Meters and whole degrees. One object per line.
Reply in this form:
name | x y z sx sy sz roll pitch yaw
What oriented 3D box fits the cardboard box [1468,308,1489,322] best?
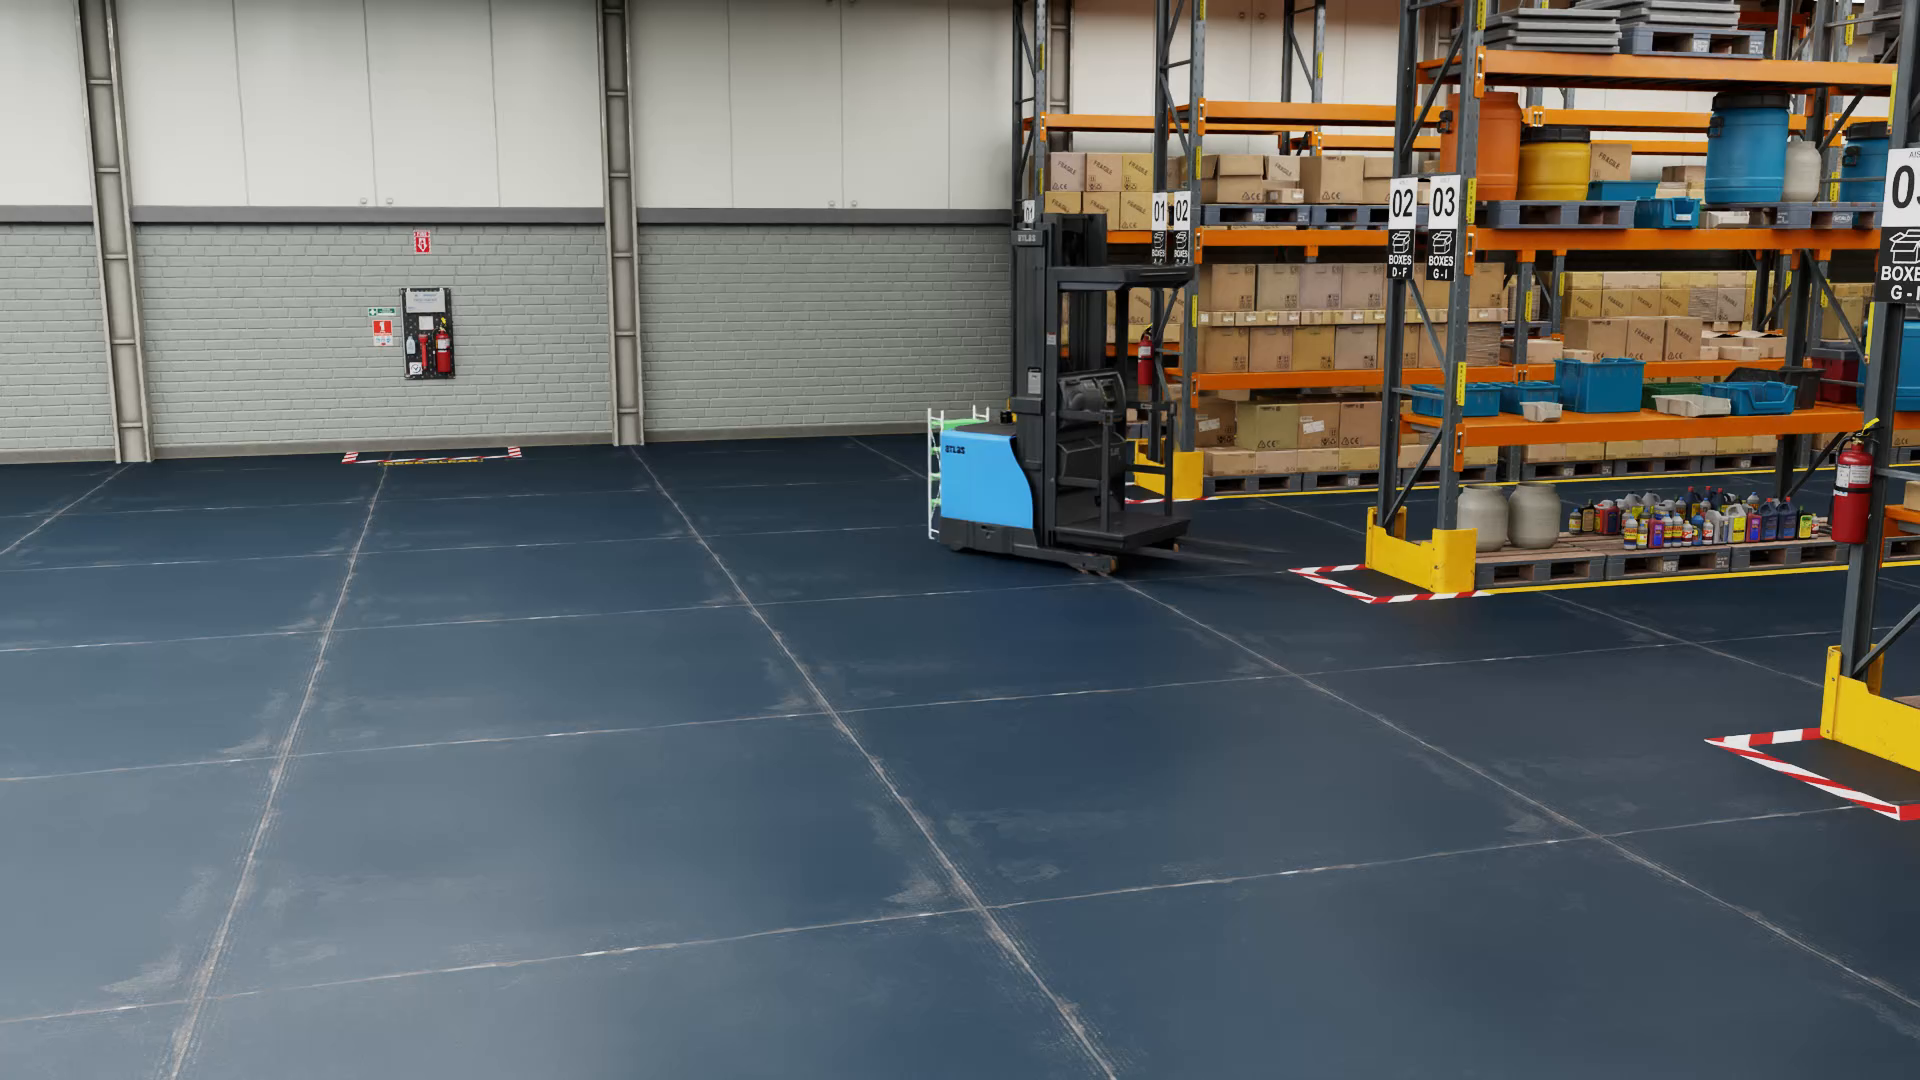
cardboard box | 5.692 -2.521 18.589 0.250 0.149 0.380 -3 11 -17

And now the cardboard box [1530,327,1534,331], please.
cardboard box | 8.825 -3.226 25.128 0.250 0.149 0.380 -3 11 -15

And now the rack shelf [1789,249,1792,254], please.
rack shelf | 14.345 -4.704 26.219 4.000 0.370 1.077 -3 11 -16

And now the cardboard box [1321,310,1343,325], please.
cardboard box | 3.964 -2.429 18.093 0.250 0.149 0.380 -3 11 -17

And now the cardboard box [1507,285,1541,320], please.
cardboard box | 8.135 -3.519 24.589 0.500 0.500 0.700 -4 11 -23

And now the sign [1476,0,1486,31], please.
sign | 3.821 -3.904 12.177 0.005 0.325 0.100 -3 11 -16

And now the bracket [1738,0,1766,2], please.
bracket | 10.065 -8.174 24.854 4.783 0.066 0.076 -3 11 -16

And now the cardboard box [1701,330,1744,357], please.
cardboard box | 9.059 -2.363 20.045 0.500 0.311 0.500 -3 11 -17

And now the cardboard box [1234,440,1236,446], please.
cardboard box | 3.200 -0.973 18.687 0.500 0.250 0.500 -3 11 -16

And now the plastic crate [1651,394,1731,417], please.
plastic crate | 6.024 -1.098 13.660 0.437 0.136 0.530 -3 11 -16

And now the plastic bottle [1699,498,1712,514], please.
plastic bottle | 6.516 -0.232 14.545 0.097 0.271 0.097 0 10 0

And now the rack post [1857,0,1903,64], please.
rack post | 9.379 -4.518 14.383 3.121 1.000 1.013 -3 11 -16

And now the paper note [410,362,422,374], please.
paper note | -7.001 -2.208 21.390 0.142 0.148 0.016 -3 11 -16

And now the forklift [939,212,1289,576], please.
forklift | 1.284 -1.252 13.957 3.031 2.935 1.130 8 13 37

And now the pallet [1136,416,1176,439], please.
pallet | 2.935 -1.603 23.372 1.213 0.211 1.003 -3 11 -16

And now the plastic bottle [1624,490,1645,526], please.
plastic bottle | 5.853 -0.259 14.472 0.185 0.351 0.144 -3 11 -14

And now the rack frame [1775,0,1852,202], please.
rack frame | 9.972 -5.368 19.556 0.127 3.000 1.000 -3 11 -16

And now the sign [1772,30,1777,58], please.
sign | 9.811 -5.961 19.974 0.005 0.325 0.100 -3 11 -16

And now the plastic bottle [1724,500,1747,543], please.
plastic bottle | 6.480 -0.159 13.931 0.185 0.351 0.144 -3 11 -16

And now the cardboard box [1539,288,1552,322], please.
cardboard box | 8.964 -3.554 25.117 0.500 0.500 0.500 -3 11 -16

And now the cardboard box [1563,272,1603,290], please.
cardboard box | 9.119 -3.833 24.560 0.500 0.250 0.500 -3 11 -15

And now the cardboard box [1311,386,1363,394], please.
cardboard box | 5.445 -2.104 24.081 0.500 0.500 0.700 -3 11 -14

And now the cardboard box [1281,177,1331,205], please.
cardboard box | 3.856 -3.852 18.305 0.500 0.311 0.500 -2 11 -9

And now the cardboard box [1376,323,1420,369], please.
cardboard box | 4.720 -2.189 18.578 0.500 0.500 0.700 -3 11 -15

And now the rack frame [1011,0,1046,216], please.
rack frame | 0.902 -5.825 22.034 0.127 3.000 1.000 -3 11 -16

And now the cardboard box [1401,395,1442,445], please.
cardboard box | 5.264 -1.354 18.683 0.500 0.500 0.500 -3 11 -16

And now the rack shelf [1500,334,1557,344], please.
rack shelf | 6.663 -2.824 24.291 4.000 0.370 1.077 -3 11 -16

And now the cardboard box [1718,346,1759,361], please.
cardboard box | 9.185 -2.201 19.614 0.250 0.149 0.380 -3 11 -16

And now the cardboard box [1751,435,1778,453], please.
cardboard box | 9.535 -1.203 19.935 0.500 0.250 0.500 -3 11 -15

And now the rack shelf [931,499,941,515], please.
rack shelf | -0.012 -0.313 15.313 0.480 0.148 0.258 -7 12 -32

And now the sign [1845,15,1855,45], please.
sign | 10.130 -5.809 18.934 0.005 0.325 0.100 -3 11 -16

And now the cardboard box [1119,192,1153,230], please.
cardboard box | 2.316 -4.430 22.411 0.500 0.500 0.500 -2 11 -13

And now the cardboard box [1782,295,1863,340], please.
cardboard box | 10.545 -2.725 20.332 0.500 0.500 0.700 -7 13 -35

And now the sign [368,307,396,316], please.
sign | -7.364 -2.905 21.181 0.331 0.109 0.001 -3 11 -16

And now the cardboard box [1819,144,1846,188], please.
cardboard box | 10.392 -4.455 19.842 0.500 0.500 0.500 -3 11 -16

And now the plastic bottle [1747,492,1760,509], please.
plastic bottle | 7.084 -0.289 14.855 0.097 0.271 0.097 0 10 0

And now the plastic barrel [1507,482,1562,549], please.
plastic barrel | 4.763 -0.207 13.800 0.421 0.512 0.421 0 10 0

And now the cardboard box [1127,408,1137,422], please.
cardboard box | 2.139 -1.816 23.043 0.500 0.311 0.500 -2 11 -11

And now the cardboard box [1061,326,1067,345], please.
cardboard box | 1.460 -2.780 22.423 0.500 0.250 0.500 -3 11 -18

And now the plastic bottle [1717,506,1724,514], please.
plastic bottle | 6.427 -0.143 14.027 0.133 0.283 0.061 -3 11 -16

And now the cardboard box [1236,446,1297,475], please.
cardboard box | 3.347 -0.882 18.190 0.500 0.250 0.500 -3 11 -16

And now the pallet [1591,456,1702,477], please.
pallet | 8.001 -0.951 19.831 1.213 0.211 1.003 -3 11 -16

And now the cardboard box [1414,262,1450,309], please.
cardboard box | 5.222 -2.853 18.605 0.500 0.500 0.700 -3 11 -16

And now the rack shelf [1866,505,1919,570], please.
rack shelf | 6.976 -0.038 9.160 4.000 0.370 1.077 -3 11 -16

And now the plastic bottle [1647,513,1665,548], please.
plastic bottle | 5.722 -0.078 13.677 0.133 0.283 0.061 -3 11 -15

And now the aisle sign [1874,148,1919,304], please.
aisle sign | 4.913 -1.618 8.576 0.004 0.787 0.394 -3 11 -16

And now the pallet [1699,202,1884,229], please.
pallet | 6.847 -2.683 13.777 1.003 0.211 1.213 -3 11 -16

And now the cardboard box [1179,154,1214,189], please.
cardboard box | 3.316 -4.972 22.596 0.500 0.500 0.500 -3 11 -18

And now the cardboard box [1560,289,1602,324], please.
cardboard box | 9.122 -3.464 24.630 0.500 0.500 0.500 -3 11 -14

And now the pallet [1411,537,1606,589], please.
pallet | 4.513 0.167 13.758 1.213 0.211 1.003 -3 11 -16

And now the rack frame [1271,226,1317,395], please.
rack frame | 4.743 -3.077 23.677 0.127 3.000 1.000 -3 11 -16

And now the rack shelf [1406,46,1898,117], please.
rack shelf | 5.592 -3.653 13.330 4.000 0.370 1.077 -3 11 -16

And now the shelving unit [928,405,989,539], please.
shelving unit | -0.012 -0.612 15.258 0.503 1.200 0.258 -7 12 -32
